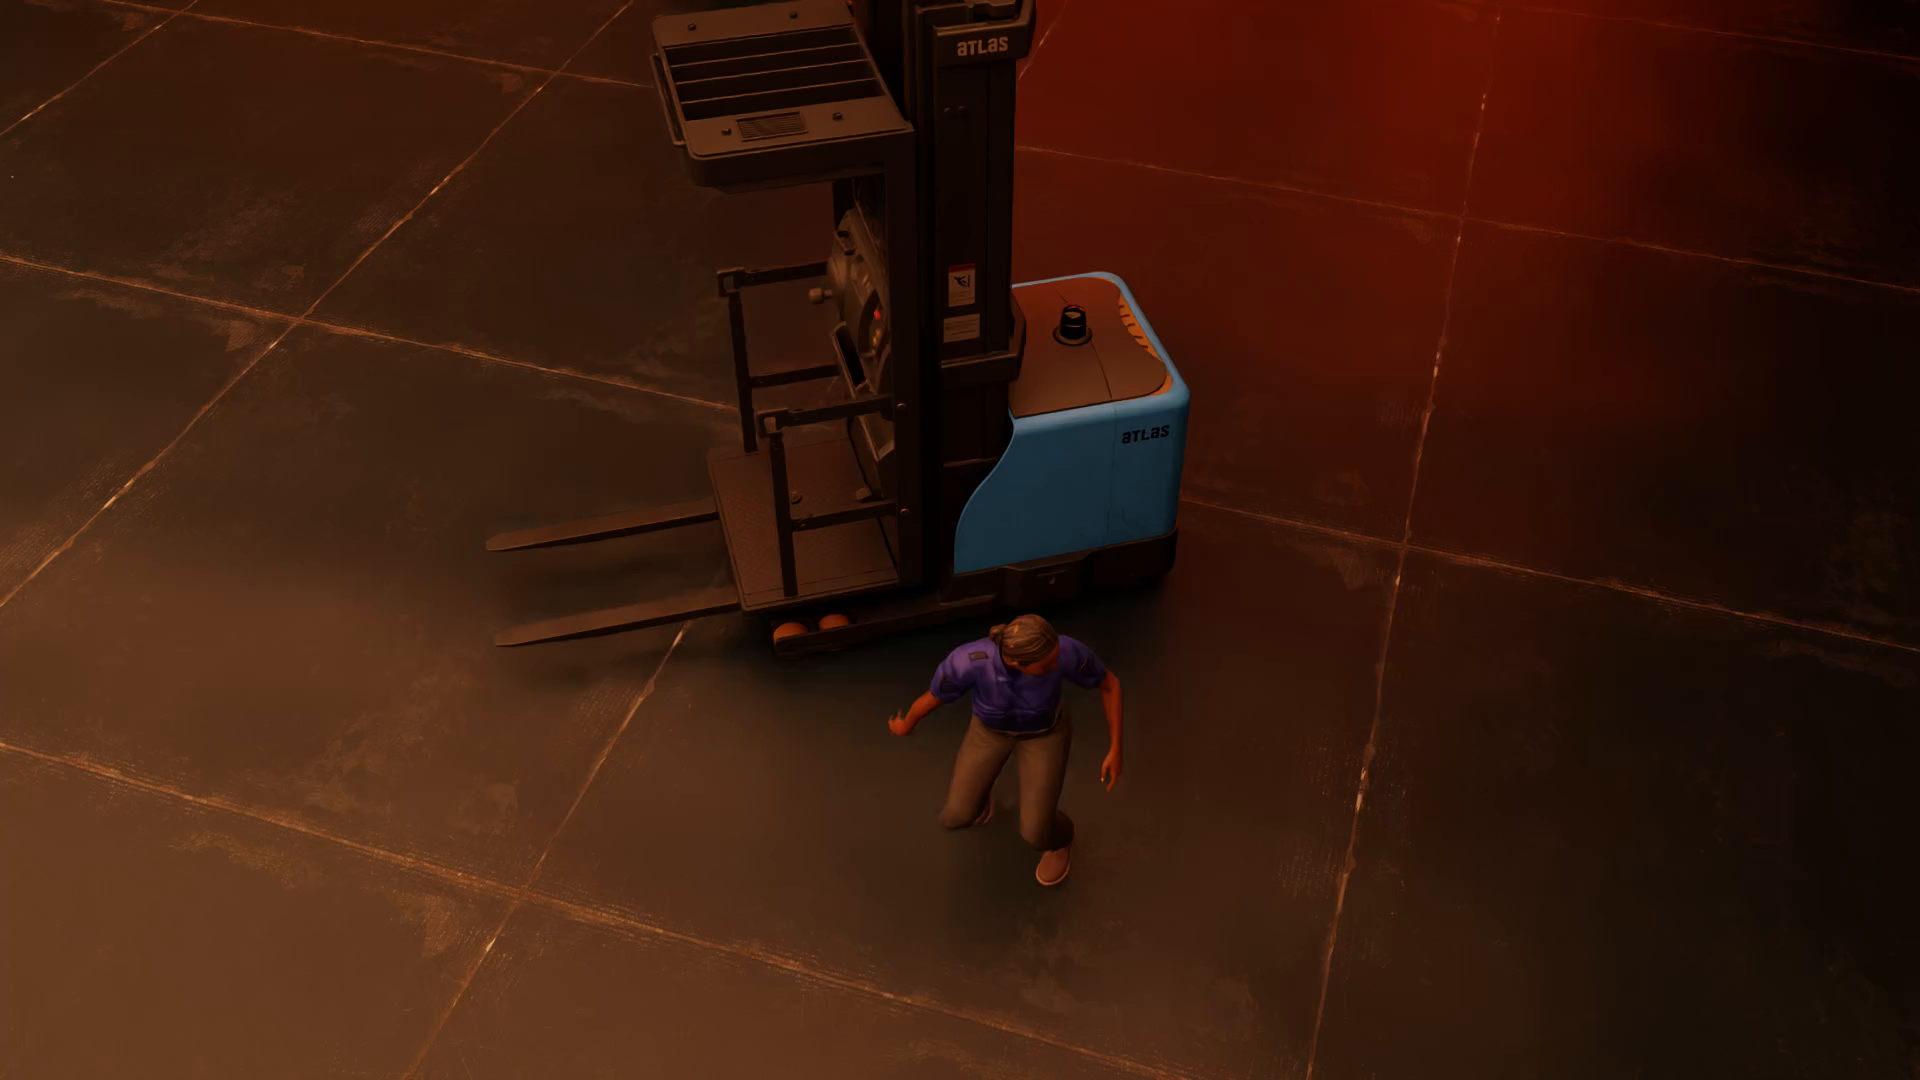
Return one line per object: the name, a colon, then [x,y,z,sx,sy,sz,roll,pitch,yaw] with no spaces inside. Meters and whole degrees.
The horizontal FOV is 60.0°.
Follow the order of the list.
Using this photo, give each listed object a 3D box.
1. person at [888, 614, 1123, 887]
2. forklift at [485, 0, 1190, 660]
person: [0.162,0.699,6.045,0.876,1.496,0.506,6,43,6]
forklift: [-0.593,-0.953,6.713,3.031,2.935,1.130,-10,44,-11]
